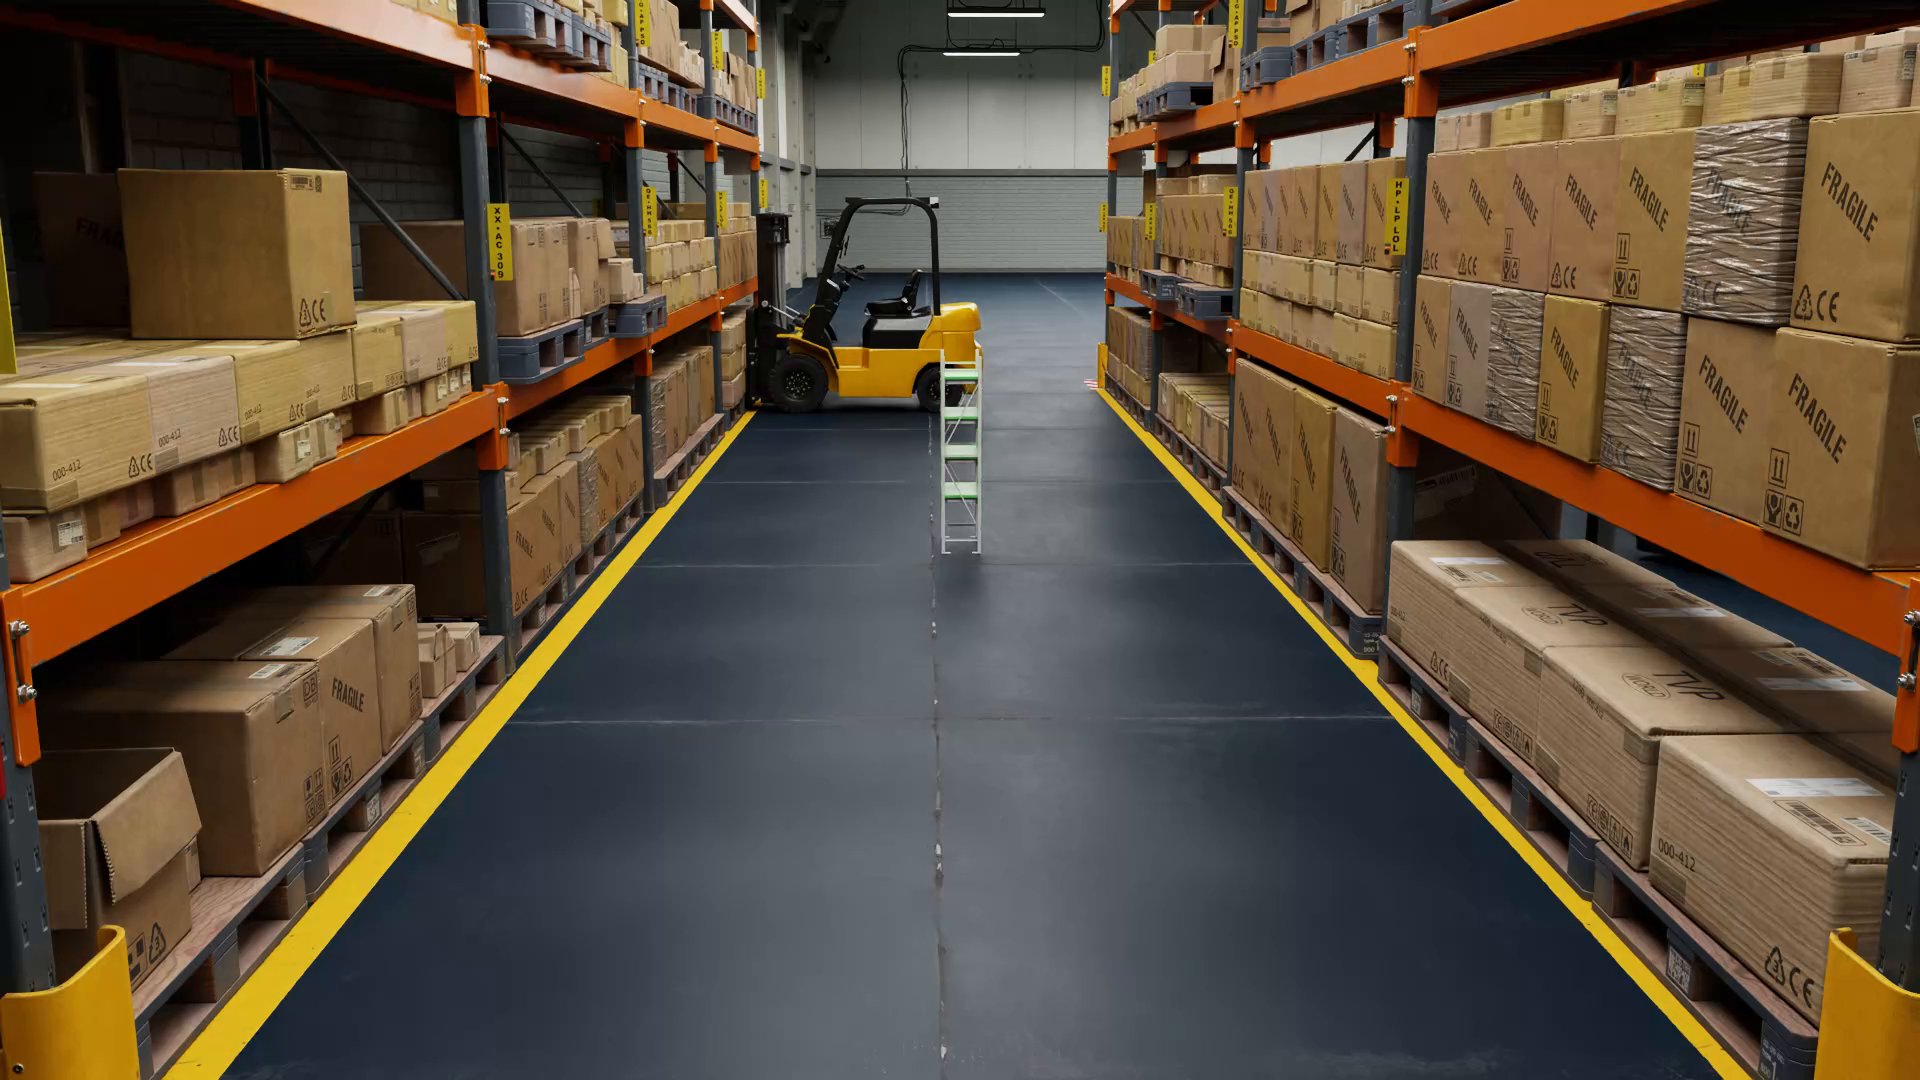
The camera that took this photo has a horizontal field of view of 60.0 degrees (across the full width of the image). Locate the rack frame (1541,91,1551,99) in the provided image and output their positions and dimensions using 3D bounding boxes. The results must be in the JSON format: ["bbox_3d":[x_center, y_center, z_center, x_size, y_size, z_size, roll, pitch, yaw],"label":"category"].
[{"bbox_3d":[7.135,-6.241,18.690,1.000,3.000,0.127,0,11,-1],"label":"rack frame"}]

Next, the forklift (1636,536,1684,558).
[{"bbox_3d":[5.501,-1.421,10.193,3.031,2.935,1.130,-9,15,-38],"label":"forklift"}]

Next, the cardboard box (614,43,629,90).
[{"bbox_3d":[-2.355,-2.945,10.363,0.500,0.250,0.500,-1,11,-3],"label":"cardboard box"}]

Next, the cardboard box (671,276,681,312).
[{"bbox_3d":[-2.397,-1.867,12.596,0.500,0.250,0.500,-1,11,-3],"label":"cardboard box"}]

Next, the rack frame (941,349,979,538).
[{"bbox_3d":[-0.002,-0.604,10.517,0.240,1.200,0.015,0,11,-1],"label":"rack frame"}]

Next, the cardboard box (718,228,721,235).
[{"bbox_3d":[-2.442,-2.927,15.560,0.380,0.149,0.250,0,11,0],"label":"cardboard box"}]

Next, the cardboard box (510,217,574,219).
[{"bbox_3d":[-2.754,-1.801,10.585,0.500,0.500,0.500,0,11,2],"label":"cardboard box"}]

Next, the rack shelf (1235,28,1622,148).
[{"bbox_3d":[2.395,-2.390,9.062,1.077,0.370,4.000,0,11,-1],"label":"rack shelf"}]

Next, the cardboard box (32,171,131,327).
[{"bbox_3d":[-2.761,-0.997,5.671,0.500,0.500,0.500,-1,11,-3],"label":"cardboard box"}]

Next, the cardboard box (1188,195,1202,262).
[{"bbox_3d":[2.033,-2.363,12.608,0.500,0.500,0.500,-1,12,-5],"label":"cardboard box"}]

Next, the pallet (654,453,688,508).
[{"bbox_3d":[-2.587,-0.446,12.229,1.003,0.211,1.213,0,11,-1],"label":"pallet"}]

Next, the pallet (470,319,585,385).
[{"bbox_3d":[-2.433,-0.919,8.029,1.003,0.211,1.213,0,11,-1],"label":"pallet"}]

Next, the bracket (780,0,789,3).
[{"bbox_3d":[-3.669,-11.299,34.565,0.235,0.232,0.430,0,11,-1],"label":"bracket"}]

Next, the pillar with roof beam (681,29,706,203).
[{"bbox_3d":[0.519,-7.248,23.652,9.100,9.000,0.400,0,11,-1],"label":"pillar with roof beam"}]

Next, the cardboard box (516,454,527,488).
[{"bbox_3d":[-2.367,-0.331,8.245,0.380,0.149,0.250,-1,11,-4],"label":"cardboard box"}]

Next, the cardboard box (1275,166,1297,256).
[{"bbox_3d":[2.135,-1.909,9.658,0.500,0.500,0.500,0,11,0],"label":"cardboard box"}]

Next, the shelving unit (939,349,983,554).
[{"bbox_3d":[0.003,-0.555,10.278,0.258,1.200,0.503,0,11,-1],"label":"shelving unit"}]

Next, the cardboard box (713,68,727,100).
[{"bbox_3d":[-2.465,-4.292,15.542,0.500,0.311,0.500,0,11,0],"label":"cardboard box"}]

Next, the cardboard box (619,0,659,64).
[{"bbox_3d":[-2.380,-3.568,11.499,0.500,0.500,0.500,0,11,-1],"label":"cardboard box"}]

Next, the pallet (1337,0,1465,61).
[{"bbox_3d":[2.368,-2.434,7.947,0.805,0.209,1.217,-1,11,-3],"label":"pallet"}]

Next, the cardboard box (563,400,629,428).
[{"bbox_3d":[-2.309,-0.797,10.541,0.380,0.149,0.250,-1,11,-4],"label":"cardboard box"}]

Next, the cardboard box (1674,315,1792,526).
[{"bbox_3d":[2.249,-0.324,4.359,0.500,0.500,0.500,0,11,-2],"label":"cardboard box"}]

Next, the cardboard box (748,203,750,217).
[{"bbox_3d":[-2.487,-3.581,18.035,0.380,0.149,0.250,0,11,0],"label":"cardboard box"}]

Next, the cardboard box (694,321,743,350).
[{"bbox_3d":[-2.388,-1.992,16.177,0.500,0.250,0.500,0,11,-1],"label":"cardboard box"}]

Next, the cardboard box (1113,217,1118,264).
[{"bbox_3d":[1.935,-3.257,18.070,0.500,0.500,0.500,0,11,1],"label":"cardboard box"}]

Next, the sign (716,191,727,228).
[{"bbox_3d":[-2.149,-2.977,14.977,0.100,0.325,0.005,0,11,-1],"label":"sign"}]

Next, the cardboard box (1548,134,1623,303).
[{"bbox_3d":[2.216,-1.016,5.257,0.500,0.500,0.500,0,11,-2],"label":"cardboard box"}]

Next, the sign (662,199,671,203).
[{"bbox_3d":[-3.329,-3.702,18.883,0.100,0.325,0.005,0,11,-1],"label":"sign"}]

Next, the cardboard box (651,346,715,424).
[{"bbox_3d":[-2.669,-1.383,14.747,0.875,0.625,0.625,0,11,1],"label":"cardboard box"}]

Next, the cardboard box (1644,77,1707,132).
[{"bbox_3d":[2.230,-1.261,4.833,0.380,0.149,0.250,0,11,0],"label":"cardboard box"}]

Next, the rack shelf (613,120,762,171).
[{"bbox_3d":[-2.733,-3.959,16.796,1.077,0.370,4.000,0,11,-1],"label":"rack shelf"}]

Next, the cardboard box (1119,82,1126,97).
[{"bbox_3d":[1.887,-4.777,17.642,0.380,0.149,0.250,0,11,-1],"label":"cardboard box"}]

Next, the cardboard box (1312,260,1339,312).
[{"bbox_3d":[2.150,-1.336,8.718,0.500,0.250,0.500,0,11,0],"label":"cardboard box"}]

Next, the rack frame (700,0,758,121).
[{"bbox_3d":[-2.774,-6.180,18.386,1.000,3.000,0.127,0,11,-1],"label":"rack frame"}]

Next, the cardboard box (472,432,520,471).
[{"bbox_3d":[-2.321,-0.422,7.948,0.380,0.149,0.250,-1,11,-4],"label":"cardboard box"}]

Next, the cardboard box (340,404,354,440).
[{"bbox_3d":[-2.305,-0.411,5.671,0.380,0.149,0.250,0,11,0],"label":"cardboard box"}]

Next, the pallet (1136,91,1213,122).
[{"bbox_3d":[2.178,-3.720,14.281,1.213,0.211,1.003,0,11,-1],"label":"pallet"}]

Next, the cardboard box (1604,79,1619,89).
[{"bbox_3d":[6.921,-4.700,16.960,0.500,0.250,0.500,0,11,-1],"label":"cardboard box"}]

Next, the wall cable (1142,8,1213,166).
[{"bbox_3d":[6.472,-14.295,49.833,2.305,6.003,0.169,0,11,-1],"label":"wall cable"}]

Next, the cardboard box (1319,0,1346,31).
[{"bbox_3d":[2.564,-3.199,9.932,0.700,0.500,0.500,-1,11,-4],"label":"cardboard box"}]

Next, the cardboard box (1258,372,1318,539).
[{"bbox_3d":[2.299,-0.520,9.865,0.875,0.875,0.875,0,11,0],"label":"cardboard box"}]

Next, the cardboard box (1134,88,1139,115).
[{"bbox_3d":[1.985,-4.296,16.277,0.500,0.250,0.500,0,11,-2],"label":"cardboard box"}]

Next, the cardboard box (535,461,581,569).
[{"bbox_3d":[-2.338,-0.137,8.921,0.500,0.500,0.500,-1,11,-3],"label":"cardboard box"}]

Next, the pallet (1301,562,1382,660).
[{"bbox_3d":[2.345,0.338,8.361,1.003,0.211,1.213,0,11,-1],"label":"pallet"}]

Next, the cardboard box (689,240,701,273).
[{"bbox_3d":[-2.403,-2.315,13.548,0.500,0.250,0.500,0,11,0],"label":"cardboard box"}]

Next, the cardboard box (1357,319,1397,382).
[{"bbox_3d":[2.175,-0.890,7.778,0.500,0.250,0.500,-1,11,-3],"label":"cardboard box"}]

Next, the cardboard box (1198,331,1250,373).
[{"bbox_3d":[2.529,-1.810,15.908,0.500,0.500,0.500,0,11,2],"label":"cardboard box"}]

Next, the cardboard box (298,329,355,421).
[{"bbox_3d":[-2.240,-0.525,5.232,0.500,0.250,0.500,-1,11,-3],"label":"cardboard box"}]

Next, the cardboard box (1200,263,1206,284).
[{"bbox_3d":[1.987,-1.970,12.302,0.380,0.149,0.250,-1,11,-4],"label":"cardboard box"}]
